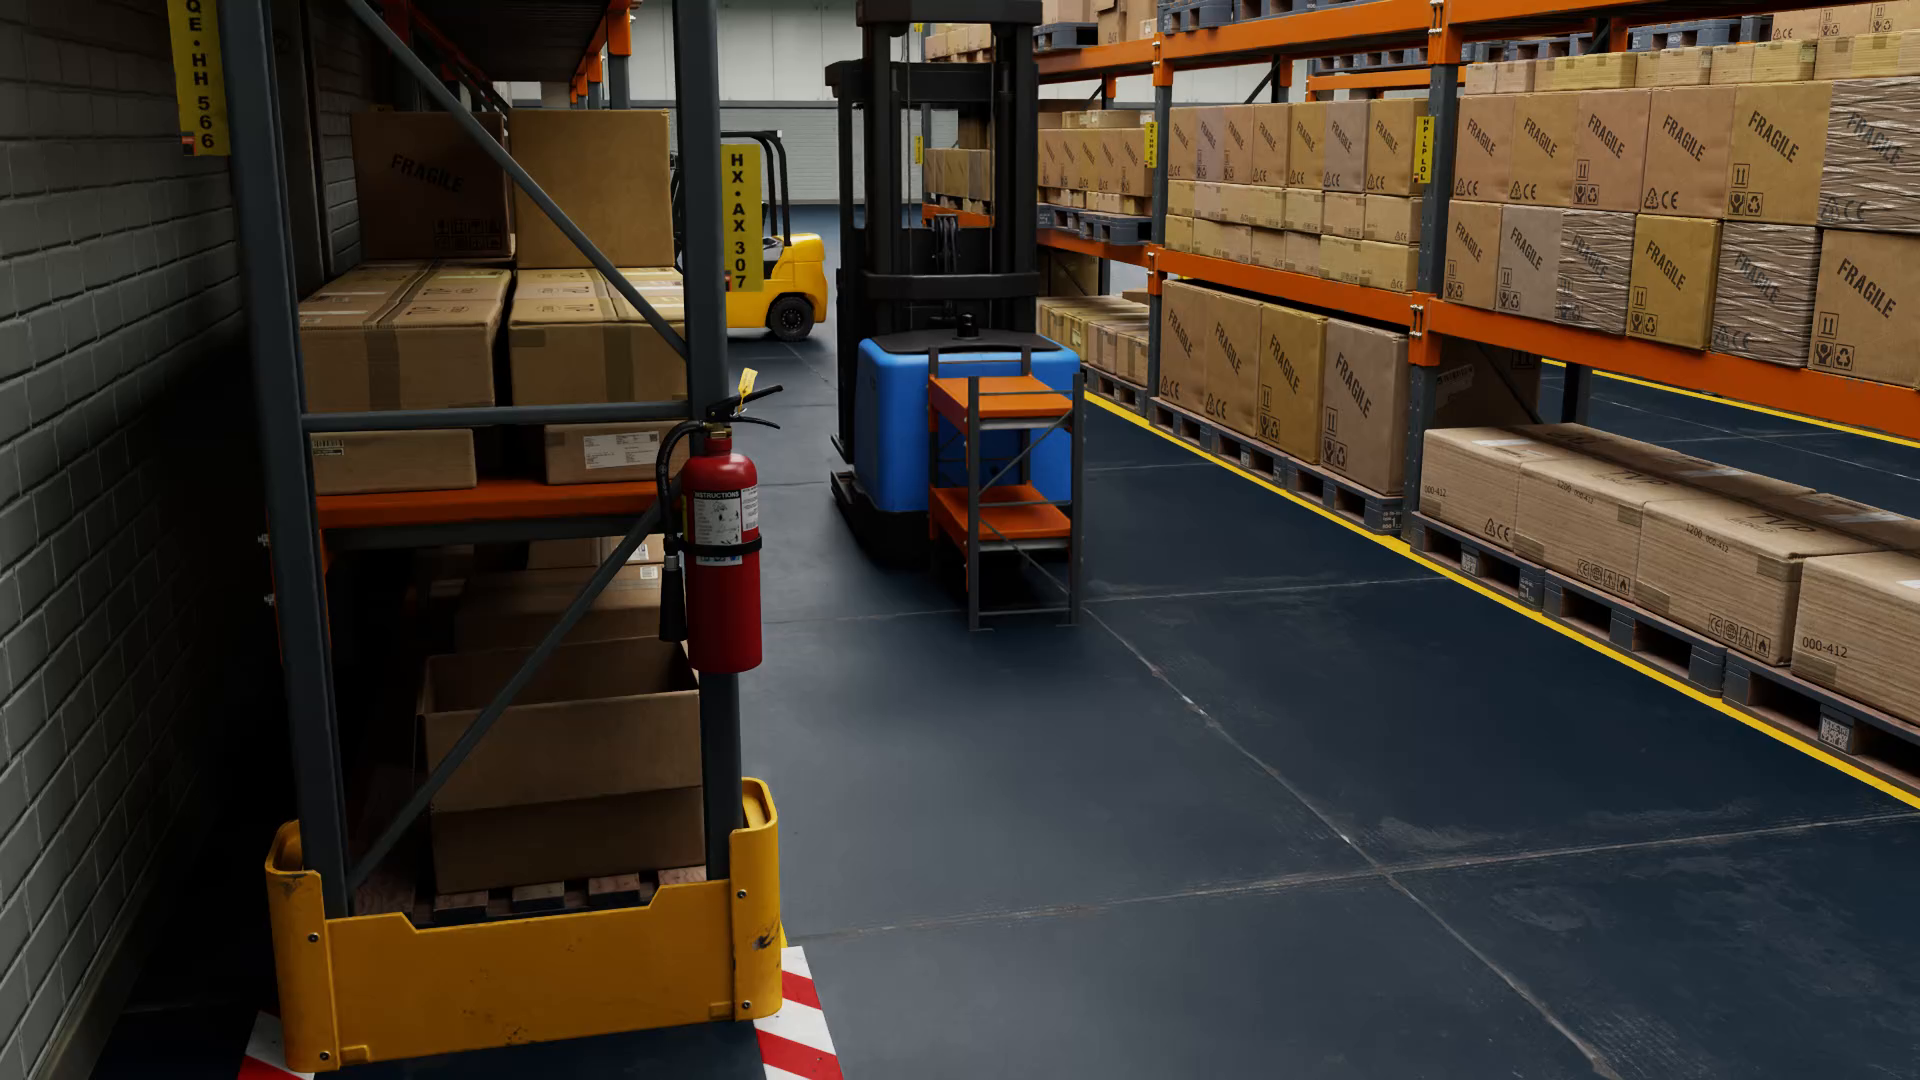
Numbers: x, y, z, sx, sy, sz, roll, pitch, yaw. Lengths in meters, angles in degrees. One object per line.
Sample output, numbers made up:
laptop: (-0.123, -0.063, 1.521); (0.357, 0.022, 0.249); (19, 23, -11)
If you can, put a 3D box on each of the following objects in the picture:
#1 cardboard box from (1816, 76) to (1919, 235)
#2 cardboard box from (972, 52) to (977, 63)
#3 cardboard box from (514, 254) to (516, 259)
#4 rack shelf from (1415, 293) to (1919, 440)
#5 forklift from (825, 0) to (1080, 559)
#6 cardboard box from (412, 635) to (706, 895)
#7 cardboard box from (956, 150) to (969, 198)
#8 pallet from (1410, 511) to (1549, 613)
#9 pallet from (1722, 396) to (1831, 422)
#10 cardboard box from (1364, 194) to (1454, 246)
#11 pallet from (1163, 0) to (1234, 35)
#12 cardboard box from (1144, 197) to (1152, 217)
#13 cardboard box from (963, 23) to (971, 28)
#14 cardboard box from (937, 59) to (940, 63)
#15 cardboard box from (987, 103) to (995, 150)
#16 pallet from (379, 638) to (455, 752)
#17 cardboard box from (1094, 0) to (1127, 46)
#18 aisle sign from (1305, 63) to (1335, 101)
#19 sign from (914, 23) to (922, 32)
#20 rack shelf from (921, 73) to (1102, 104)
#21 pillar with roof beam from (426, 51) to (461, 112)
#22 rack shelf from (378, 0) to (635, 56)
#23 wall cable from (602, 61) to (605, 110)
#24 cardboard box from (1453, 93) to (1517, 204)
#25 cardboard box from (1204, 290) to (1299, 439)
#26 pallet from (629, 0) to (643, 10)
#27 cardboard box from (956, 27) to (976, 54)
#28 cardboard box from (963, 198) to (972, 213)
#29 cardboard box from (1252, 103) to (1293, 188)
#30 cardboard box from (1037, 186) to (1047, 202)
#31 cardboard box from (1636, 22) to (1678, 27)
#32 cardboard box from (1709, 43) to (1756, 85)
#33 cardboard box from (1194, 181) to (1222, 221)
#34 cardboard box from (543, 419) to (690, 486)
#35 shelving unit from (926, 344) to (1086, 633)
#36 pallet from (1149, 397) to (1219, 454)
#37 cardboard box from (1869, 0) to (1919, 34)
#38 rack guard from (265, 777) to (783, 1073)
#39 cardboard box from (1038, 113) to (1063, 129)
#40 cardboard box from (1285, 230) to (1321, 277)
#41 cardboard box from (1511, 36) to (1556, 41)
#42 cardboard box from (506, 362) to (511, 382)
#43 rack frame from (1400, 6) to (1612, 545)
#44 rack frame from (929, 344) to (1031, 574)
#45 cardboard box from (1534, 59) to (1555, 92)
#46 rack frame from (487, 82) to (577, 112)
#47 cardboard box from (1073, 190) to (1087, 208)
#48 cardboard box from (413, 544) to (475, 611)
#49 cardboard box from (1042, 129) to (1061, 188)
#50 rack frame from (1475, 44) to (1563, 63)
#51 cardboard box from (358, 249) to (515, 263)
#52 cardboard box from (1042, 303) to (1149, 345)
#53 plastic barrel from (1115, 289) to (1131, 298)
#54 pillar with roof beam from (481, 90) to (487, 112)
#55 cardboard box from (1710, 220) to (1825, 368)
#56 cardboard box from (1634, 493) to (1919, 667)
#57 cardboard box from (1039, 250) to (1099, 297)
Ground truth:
cardboard box: (3.306, -1.299, 5.608); (0.500, 0.500, 0.500); (-3, 14, -13)
cardboard box: (0.343, -5.069, 17.565); (0.380, 0.149, 0.250); (-3, 14, -14)
cardboard box: (-1.368, -0.931, 6.105); (0.500, 0.250, 0.500); (-3, 14, -14)
rack shelf: (3.332, -0.660, 6.824); (1.077, 0.370, 4.000); (-3, 14, -13)
forklift: (-0.161, -1.632, 9.429); (1.130, 2.935, 3.031); (-3, 14, -10)
cardboard box: (-1.074, 0.592, 4.560); (0.797, 0.503, 0.637); (-4, 14, -15)
cardboard box: (0.259, -3.954, 17.953); (0.500, 0.500, 0.500); (-4, 14, -14)
pallet: (2.965, 0.063, 8.223); (1.003, 0.211, 1.213); (-3, 14, -13)
pallet: (6.893, -1.158, 13.222); (1.003, 0.211, 1.213); (-3, 14, -13)
cardboard box: (2.523, -1.729, 8.947); (0.500, 0.250, 0.500); (-3, 14, -13)
pallet: (2.126, -3.614, 11.475); (1.213, 0.211, 1.003); (-3, 14, -11)
cardboard box: (1.617, -2.538, 12.640); (0.380, 0.149, 0.250); (-3, 14, -11)
cardboard box: (0.240, -5.452, 17.453); (0.380, 0.149, 0.250); (-3, 14, -12)
cardboard box: (-0.045, -5.424, 19.018); (0.380, 0.149, 0.250); (-4, 14, -15)
cardboard box: (0.690, -4.460, 17.920); (0.700, 0.500, 0.500); (-3, 14, -14)
pallet: (-1.511, 0.602, 6.020); (1.003, 0.211, 1.213); (-3, 14, -13)
cardboard box: (1.537, -4.251, 13.470); (0.797, 0.503, 0.637); (-3, 14, -13)
aisle sign: (4.524, -5.801, 20.873); (0.394, 0.787, 0.004); (-3, 14, -13)
sign: (-0.483, -6.091, 19.375); (0.100, 0.325, 0.005); (-3, 14, -13)
rack shelf: (0.514, -4.886, 17.800); (1.077, 0.370, 4.000); (-3, 14, -13)
pillar with roof beam: (-1.308, -6.905, 18.230); (9.100, 9.000, 0.400); (-3, 14, -13)
rack shelf: (-1.492, -1.840, 5.333); (1.077, 0.370, 4.000); (-3, 14, -13)
wall cable: (-11.945, -12.831, 49.027); (3.097, 2.526, 0.112); (-3, 14, -13)
cardboard box: (2.739, -1.882, 7.992); (0.500, 0.500, 0.500); (-3, 14, -13)
cardboard box: (2.210, -1.196, 11.093); (0.875, 0.875, 0.875); (-3, 14, -13)
pallet: (-2.293, -2.953, 8.768); (1.213, 0.211, 1.003); (-3, 14, -13)
cardboard box: (0.259, -5.283, 17.602); (0.500, 0.250, 0.500); (-3, 14, -12)
cardboard box: (0.243, -3.604, 17.887); (0.380, 0.149, 0.250); (-3, 14, -13)
cardboard box: (2.149, -2.450, 10.317); (0.500, 0.500, 0.500); (-3, 14, -12)
cardboard box: (0.856, -3.195, 15.330); (0.380, 0.149, 0.250); (-3, 14, -12)
cardboard box: (6.030, -4.837, 14.777); (0.500, 0.500, 0.500); (-3, 14, -13)
cardboard box: (3.127, -1.822, 6.381); (0.380, 0.149, 0.250); (-3, 14, -11)
cardboard box: (1.922, -2.314, 11.340); (0.500, 0.250, 0.500); (-3, 14, -12)
cardboard box: (-0.833, -0.240, 4.117); (0.380, 0.149, 0.250); (-3, 14, -14)
shelving unit: (0.190, -0.274, 7.678); (0.538, 1.125, 1.048); (-3, 14, -10)
pallet: (2.035, -0.853, 11.974); (1.003, 0.211, 1.213); (-3, 14, -13)
cardboard box: (6.833, -3.822, 11.720); (0.500, 0.500, 0.500); (-3, 14, -13)
rack guard: (-1.040, 0.926, 4.083); (1.175, 0.500, 0.348); (-3, 14, -13)
cardboard box: (0.750, -3.900, 15.483); (0.380, 0.149, 0.250); (-3, 14, -13)
cardboard box: (2.294, -1.723, 9.973); (0.500, 0.250, 0.500); (-4, 14, -15)
cardboard box: (6.016, -5.306, 17.440); (0.380, 0.149, 0.250); (-4, 14, -14)
cardboard box: (-1.742, -0.626, 5.697); (0.380, 0.149, 0.250); (-3, 14, -11)
rack frame: (2.862, -1.471, 8.628); (1.000, 3.000, 0.127); (-3, 14, -13)
rack frame: (0.098, -0.393, 8.164); (0.500, 1.125, 0.032); (-3, 14, -10)
cardboard box: (2.861, -2.118, 7.593); (0.380, 0.149, 0.250); (-3, 14, -14)
rack frame: (-4.780, -3.962, 18.823); (1.000, 3.000, 0.127); (-3, 14, -13)
cardboard box: (1.176, -2.891, 14.085); (0.380, 0.149, 0.250); (-4, 14, -15)
cardboard box: (-2.036, 0.074, 7.083); (0.500, 0.311, 0.500); (-3, 14, -11)
cardboard box: (1.036, -3.359, 14.634); (0.500, 0.500, 0.500); (-3, 14, -14)
rack frame: (5.771, -3.616, 17.406); (1.000, 3.000, 0.127); (-3, 14, -13)
cardboard box: (-1.864, -0.901, 5.985); (0.500, 0.250, 0.500); (-3, 14, -12)
cardboard box: (1.281, -1.957, 15.271); (0.950, 0.372, 0.625); (-2, 14, -10)
plastic barrel: (2.001, -2.596, 18.660); (0.512, 0.421, 0.421); (7, 15, 26)
pillar with roof beam: (-4.126, -9.673, 29.561); (9.100, 9.000, 0.400); (-3, 14, -13)
cardboard box: (3.198, -0.928, 6.195); (0.500, 0.500, 0.500); (-3, 14, -12)
cardboard box: (3.327, 0.135, 6.567); (0.875, 0.438, 0.875); (-3, 14, -12)
cardboard box: (1.107, -2.700, 16.988); (0.500, 0.500, 0.500); (-3, 14, -11)
